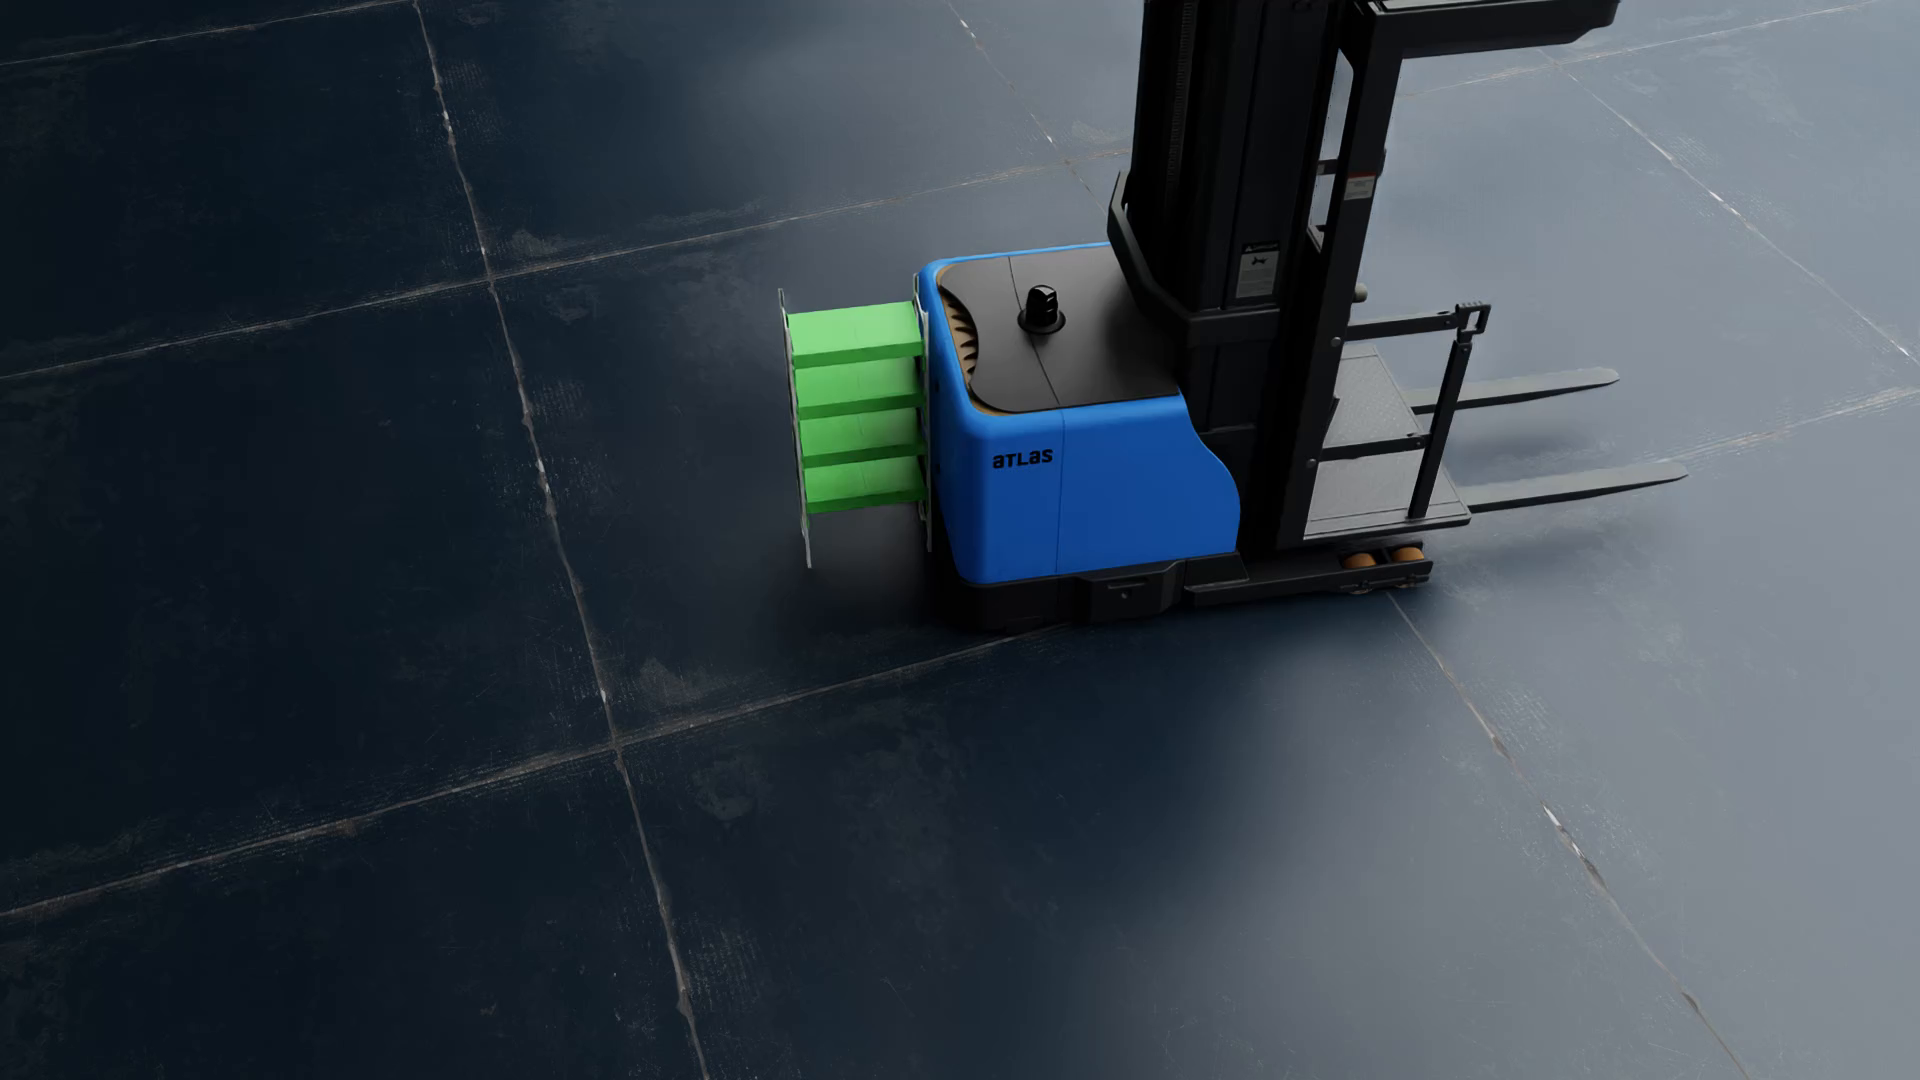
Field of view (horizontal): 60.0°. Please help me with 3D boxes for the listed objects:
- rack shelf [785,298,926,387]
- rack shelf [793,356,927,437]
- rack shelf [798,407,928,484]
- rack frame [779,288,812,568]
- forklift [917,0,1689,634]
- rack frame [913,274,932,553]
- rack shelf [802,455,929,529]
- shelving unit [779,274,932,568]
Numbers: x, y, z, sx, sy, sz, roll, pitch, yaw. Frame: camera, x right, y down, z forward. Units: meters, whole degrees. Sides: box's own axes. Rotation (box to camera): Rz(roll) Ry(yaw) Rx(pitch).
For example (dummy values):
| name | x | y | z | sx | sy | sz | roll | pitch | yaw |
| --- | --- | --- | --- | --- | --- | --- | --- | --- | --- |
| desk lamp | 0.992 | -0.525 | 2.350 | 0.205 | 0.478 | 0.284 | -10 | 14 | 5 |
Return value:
| name | x | y | z | sx | sy | sz | roll | pitch | yaw |
| --- | --- | --- | --- | --- | --- | --- | --- | --- | --- |
| rack shelf | -0.381 | -0.719 | 6.032 | 0.480 | 0.148 | 0.258 | -7 | 46 | -7 |
| rack shelf | -0.381 | -0.549 | 6.202 | 0.480 | 0.148 | 0.258 | -7 | 46 | -7 |
| rack shelf | -0.381 | -0.380 | 6.372 | 0.480 | 0.148 | 0.258 | -7 | 46 | -7 |
| rack frame | -0.621 | -0.394 | 6.296 | 0.015 | 1.200 | 0.240 | -7 | 46 | -7 |
| forklift | 1.390 | -1.184 | 5.861 | 3.031 | 2.935 | 1.130 | -7 | 46 | -7 |
| rack frame | -0.141 | -0.456 | 6.357 | 0.015 | 1.200 | 0.240 | -7 | 46 | -7 |
| rack shelf | -0.381 | -0.211 | 6.542 | 0.480 | 0.148 | 0.258 | -7 | 46 | -7 |
| shelving unit | -0.381 | -0.425 | 6.327 | 0.503 | 1.200 | 0.258 | -7 | 46 | -7 |
